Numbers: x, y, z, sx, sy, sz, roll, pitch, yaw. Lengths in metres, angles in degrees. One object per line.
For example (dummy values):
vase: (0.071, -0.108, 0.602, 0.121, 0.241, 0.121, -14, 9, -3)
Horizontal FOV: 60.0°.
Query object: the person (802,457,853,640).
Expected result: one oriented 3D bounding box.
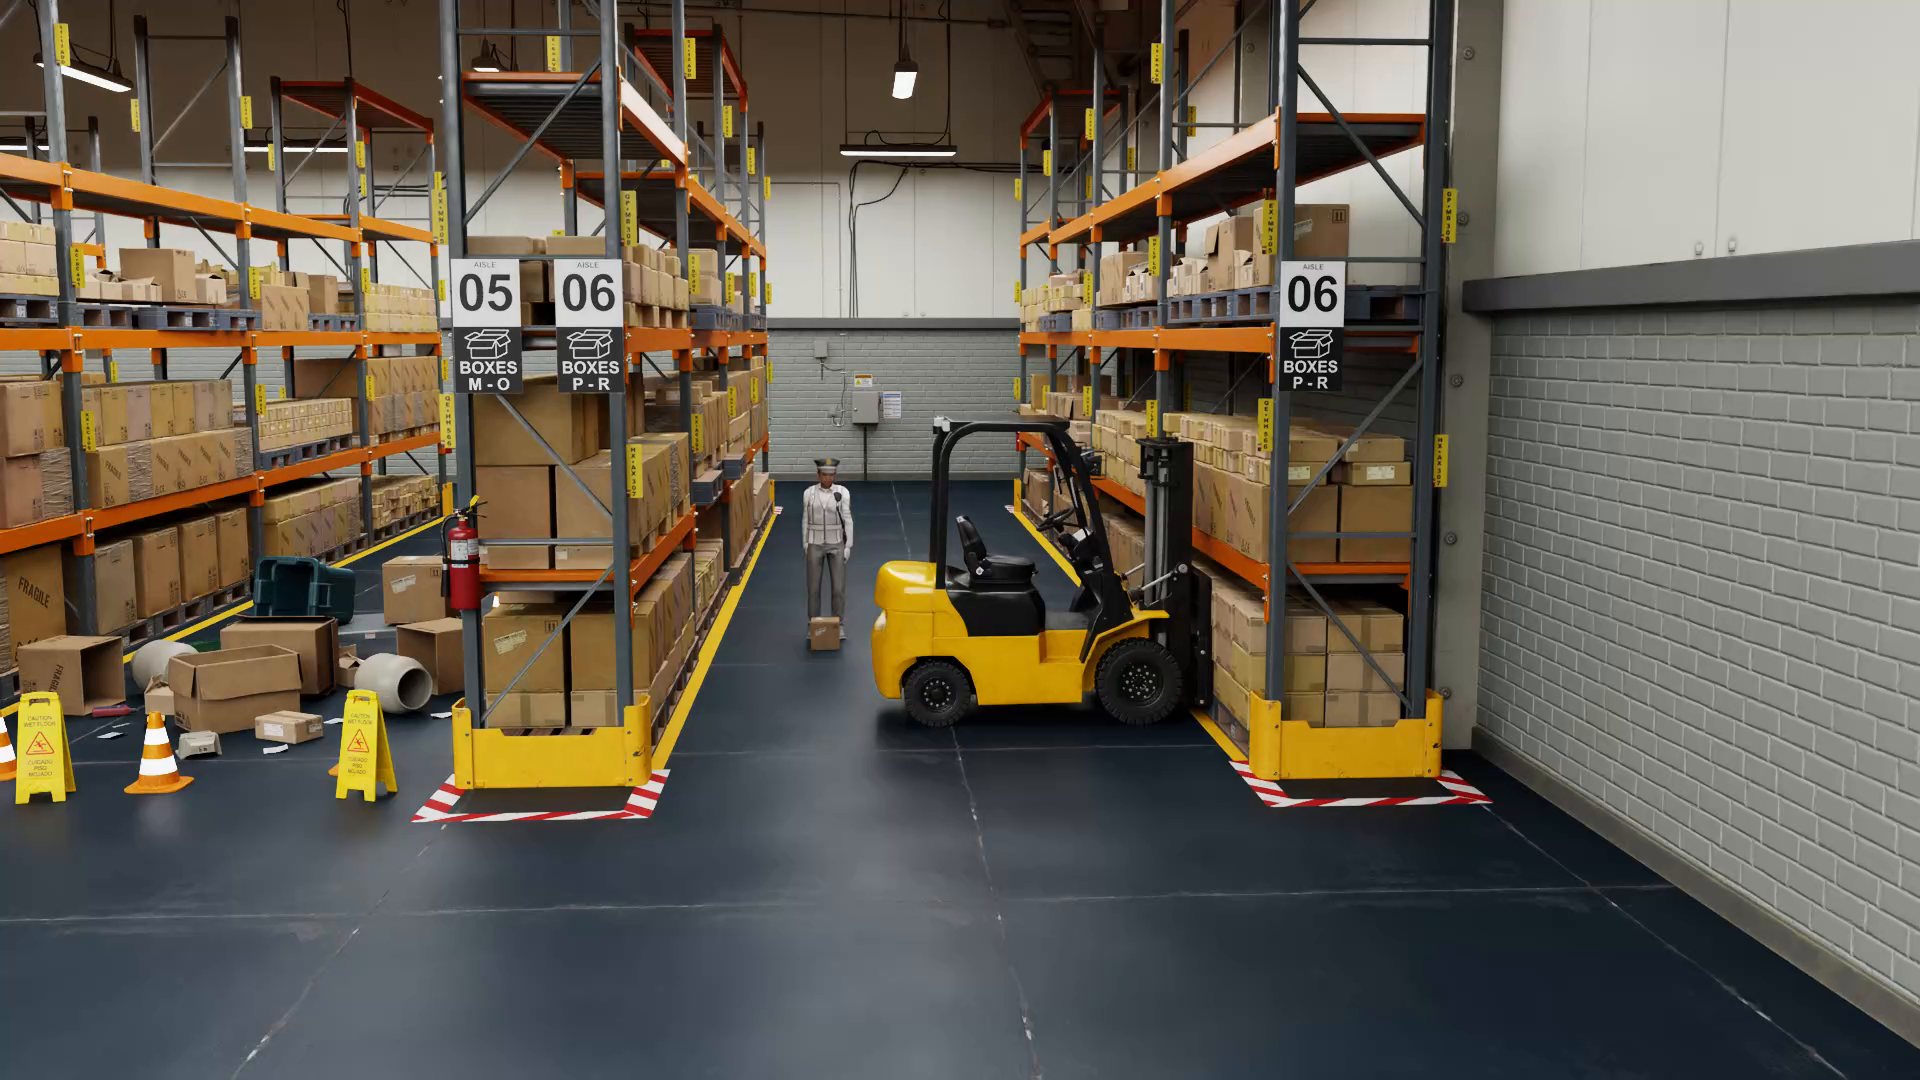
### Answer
person: (-1.213, 0.077, 15.140, 0.452, 1.663, 0.329, 0, 7, -3)
